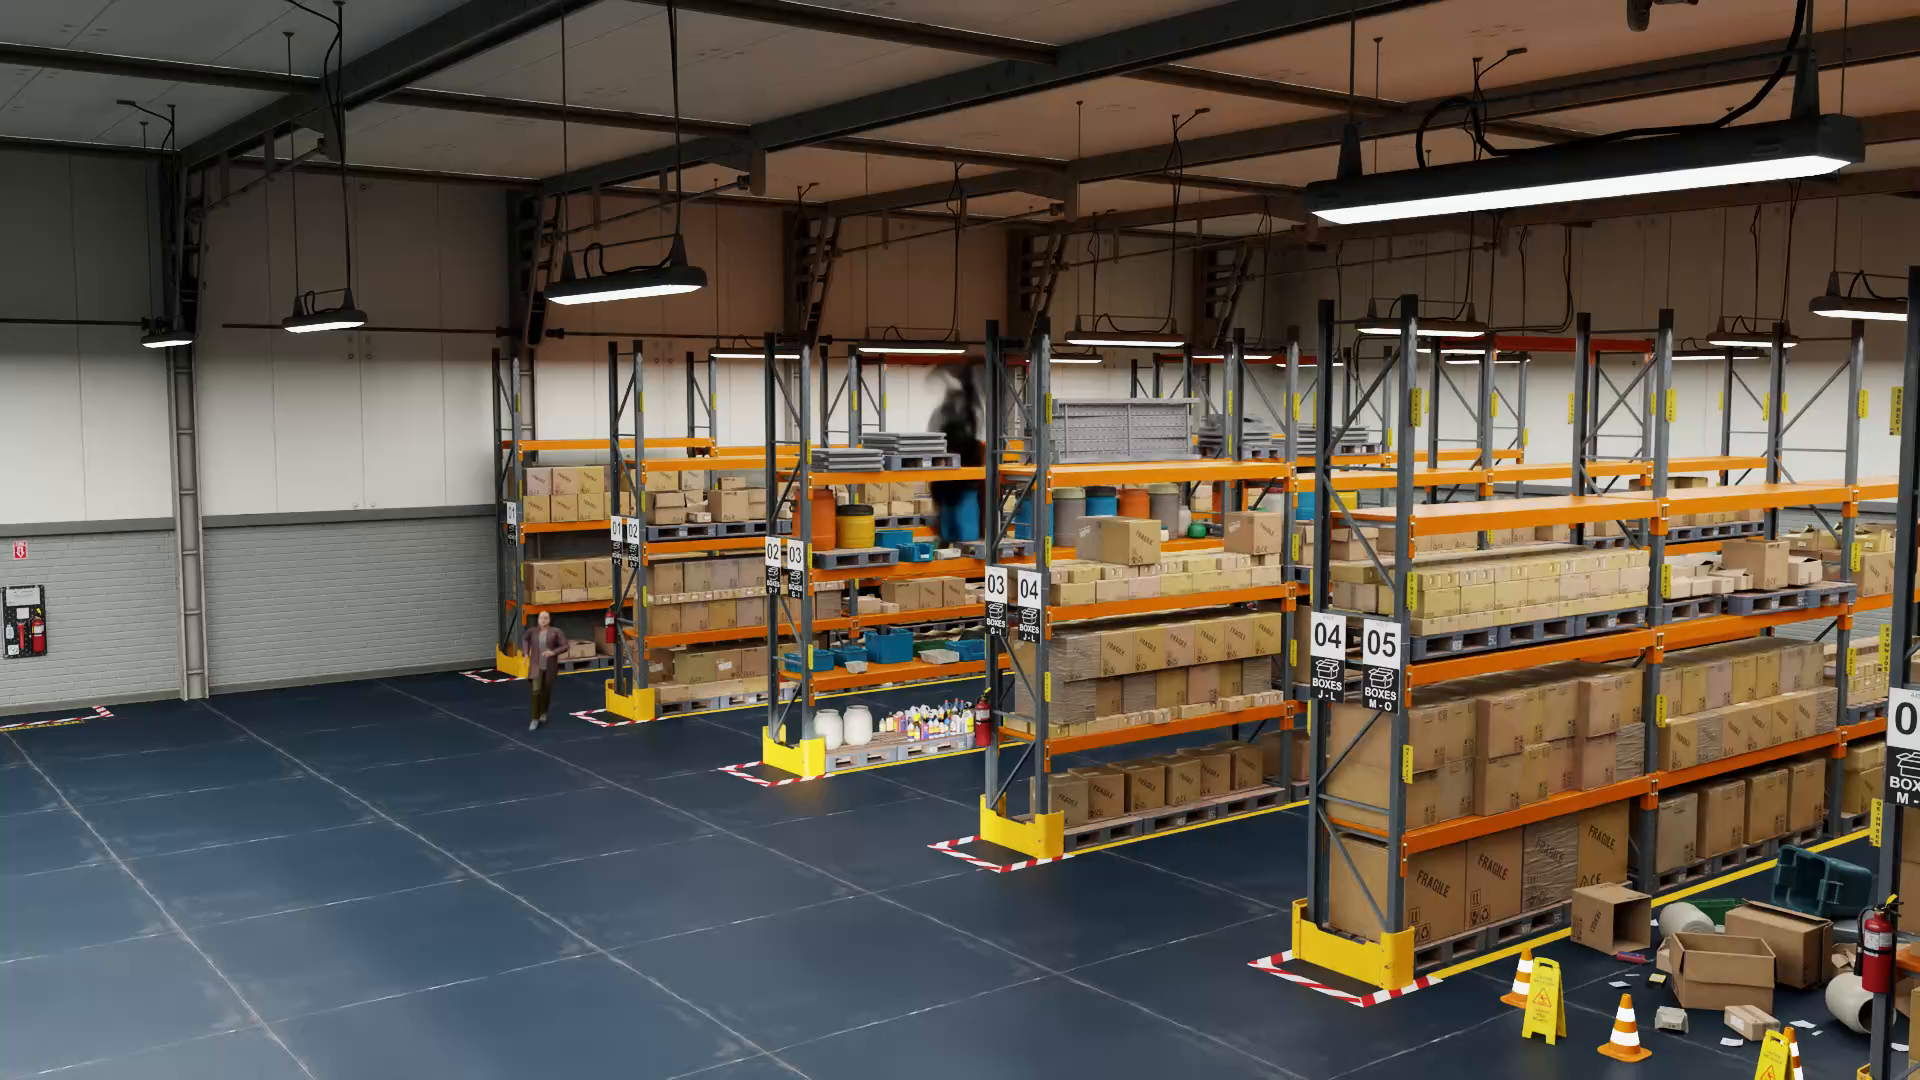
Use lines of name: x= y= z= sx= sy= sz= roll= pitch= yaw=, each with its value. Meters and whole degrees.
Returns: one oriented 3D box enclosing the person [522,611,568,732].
person: x=-6.453 y=2.007 z=25.895 sx=0.709 sy=1.821 sz=0.856 roll=-1 pitch=5 yaw=-12
